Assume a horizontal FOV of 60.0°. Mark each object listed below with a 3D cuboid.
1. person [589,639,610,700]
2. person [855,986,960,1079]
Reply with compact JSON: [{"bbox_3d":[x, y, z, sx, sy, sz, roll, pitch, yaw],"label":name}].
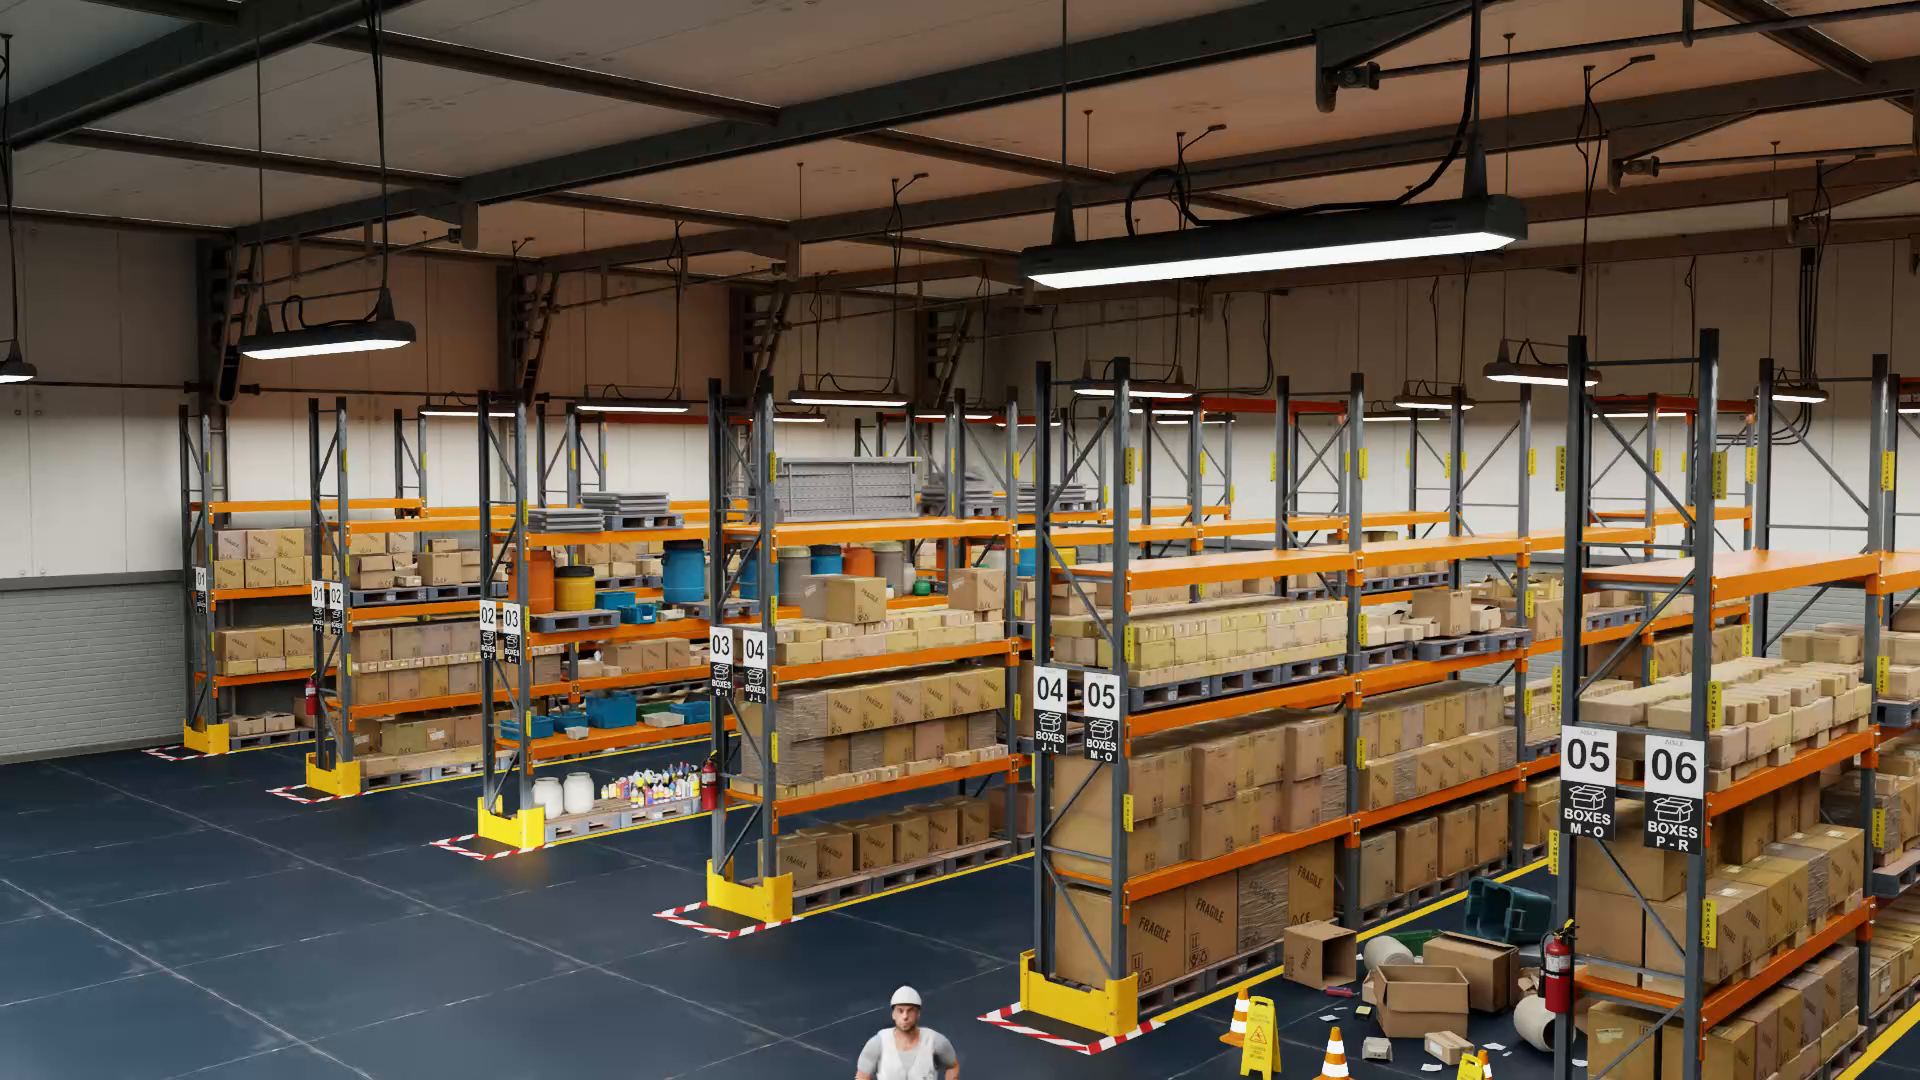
[{"bbox_3d":[-6.822,2.664,31.738,0.551,1.653,0.551,2,4,32],"label":"person"},{"bbox_3d":[-0.337,3.723,10.608,0.668,1.761,0.874,0,3,1],"label":"person"}]
